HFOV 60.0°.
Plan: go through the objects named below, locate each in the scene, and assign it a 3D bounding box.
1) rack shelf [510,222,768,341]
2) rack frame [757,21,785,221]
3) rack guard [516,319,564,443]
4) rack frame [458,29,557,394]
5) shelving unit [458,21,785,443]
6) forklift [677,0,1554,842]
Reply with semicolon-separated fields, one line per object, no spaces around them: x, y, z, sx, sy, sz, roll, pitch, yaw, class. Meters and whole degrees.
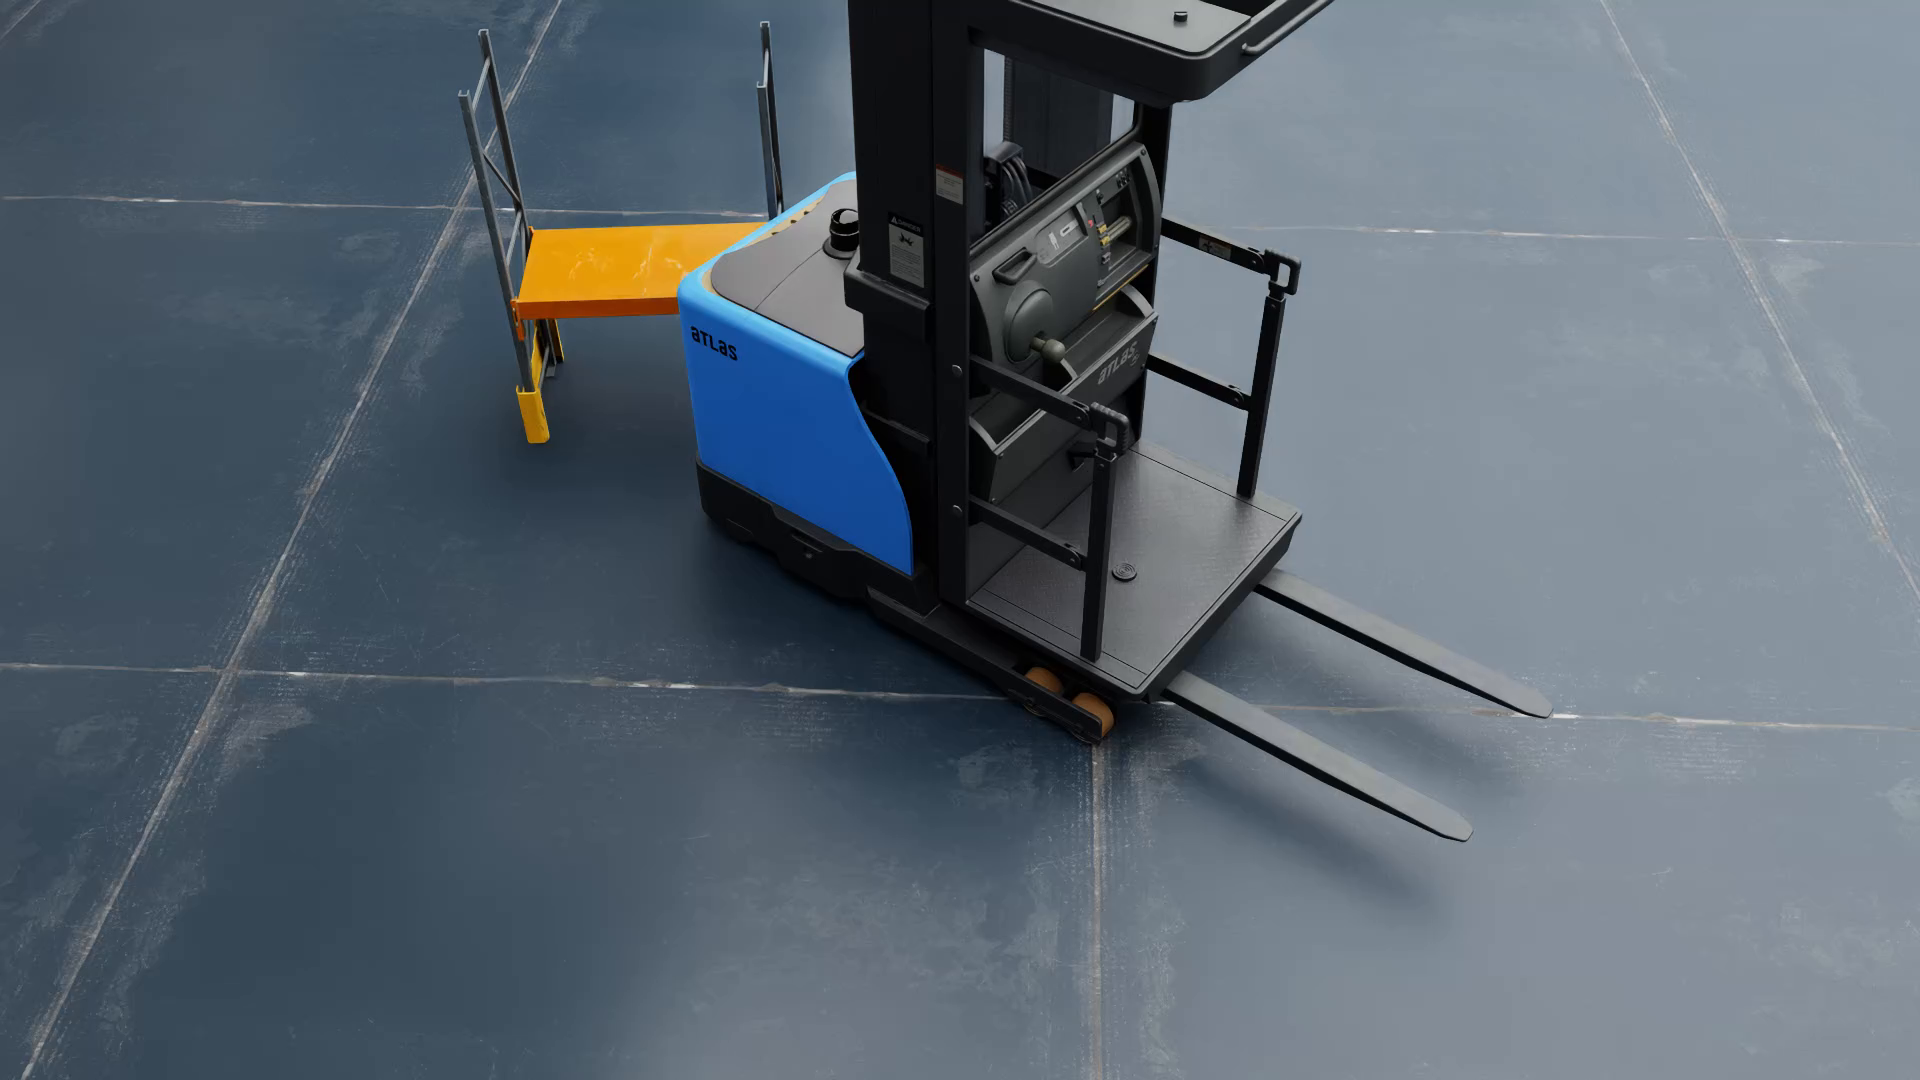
-1.206;-1.026;6.515;1.000;0.185;0.538;-2;43;-3;rack shelf
-0.699;-1.179;6.415;0.032;1.500;0.500;-2;43;-3;rack frame
-1.712;-0.679;6.796;0.087;0.250;0.587;-2;43;-3;rack guard
-1.713;-1.136;6.369;0.032;1.500;0.500;-2;43;-3;rack frame
-1.215;-1.157;6.392;1.083;1.500;0.587;-2;43;-3;shelving unit
0.503;-0.813;4.973;3.031;2.935;1.130;27;49;26;forklift
